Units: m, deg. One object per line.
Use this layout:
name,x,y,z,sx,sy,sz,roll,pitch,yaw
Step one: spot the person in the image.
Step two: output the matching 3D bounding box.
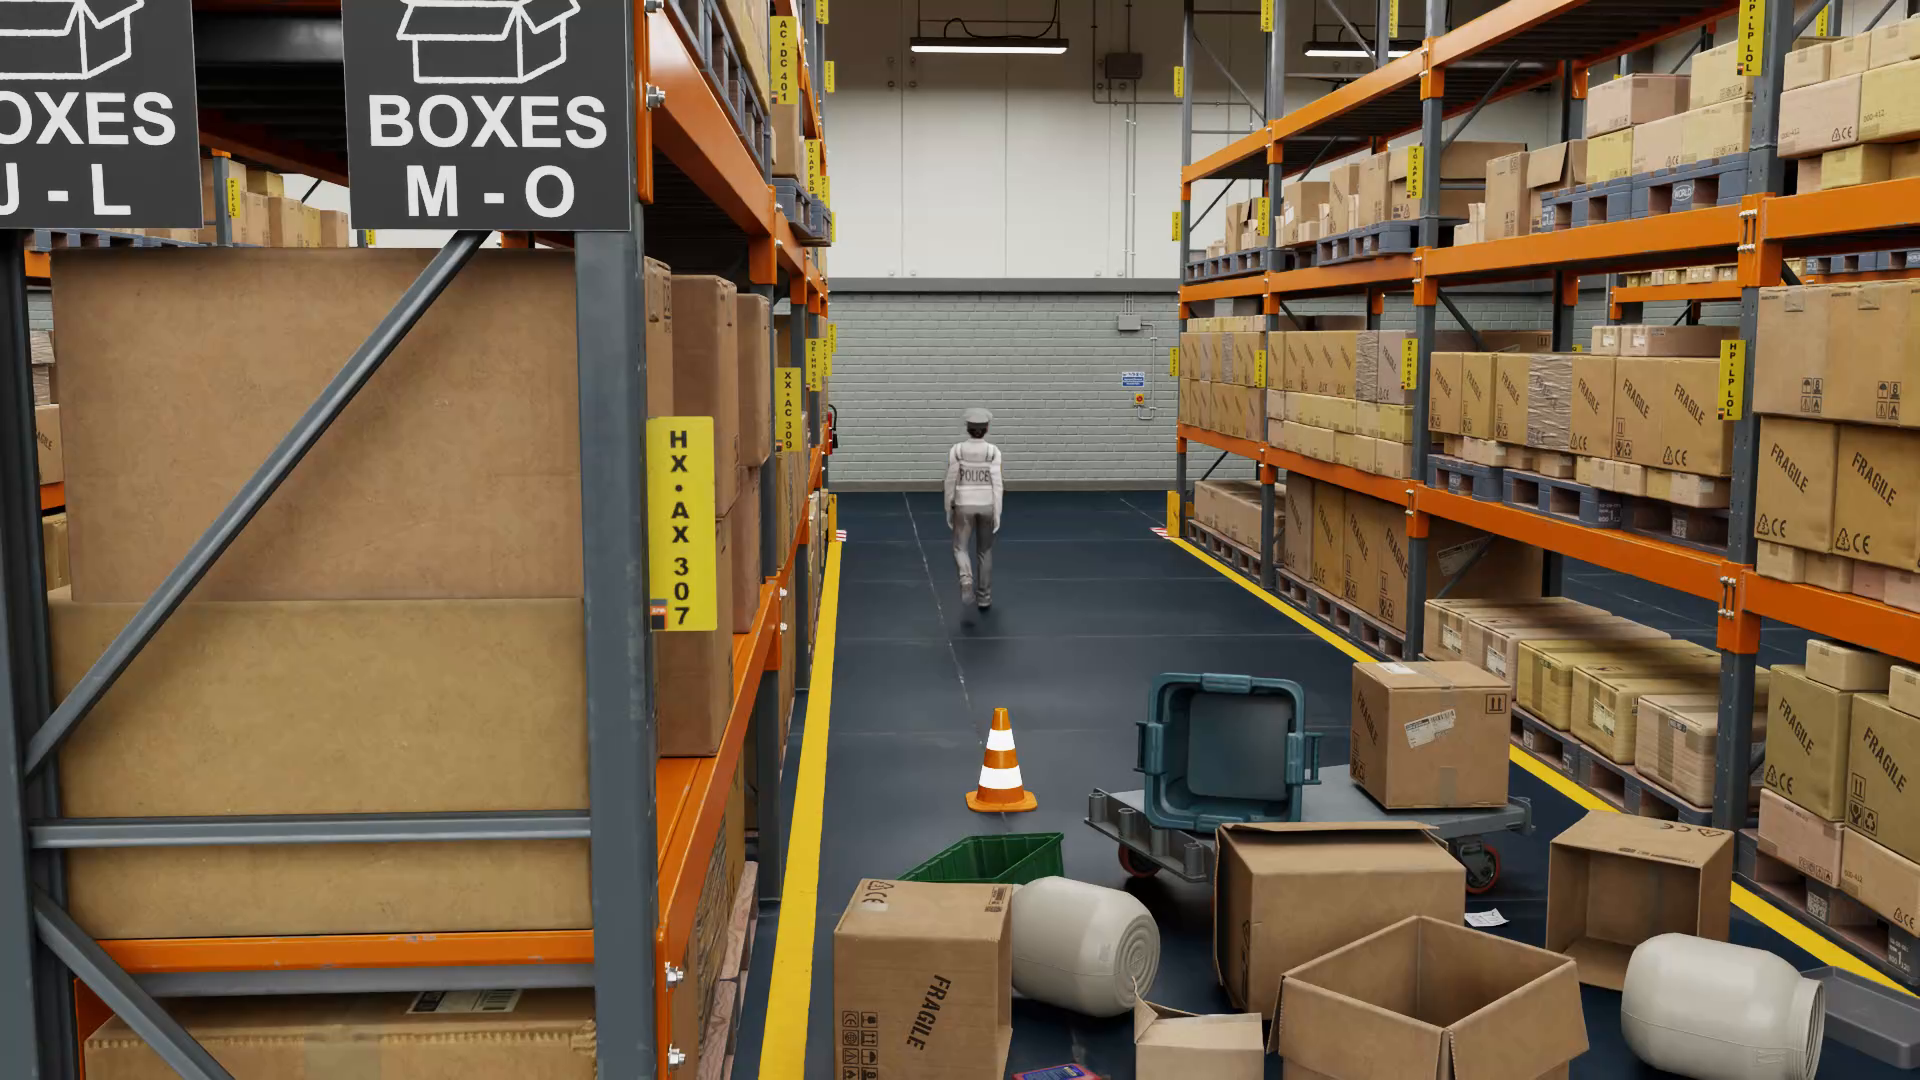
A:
person,1.405,-1.385,13.424,5.233,2.386,22.021,0,7,-2
